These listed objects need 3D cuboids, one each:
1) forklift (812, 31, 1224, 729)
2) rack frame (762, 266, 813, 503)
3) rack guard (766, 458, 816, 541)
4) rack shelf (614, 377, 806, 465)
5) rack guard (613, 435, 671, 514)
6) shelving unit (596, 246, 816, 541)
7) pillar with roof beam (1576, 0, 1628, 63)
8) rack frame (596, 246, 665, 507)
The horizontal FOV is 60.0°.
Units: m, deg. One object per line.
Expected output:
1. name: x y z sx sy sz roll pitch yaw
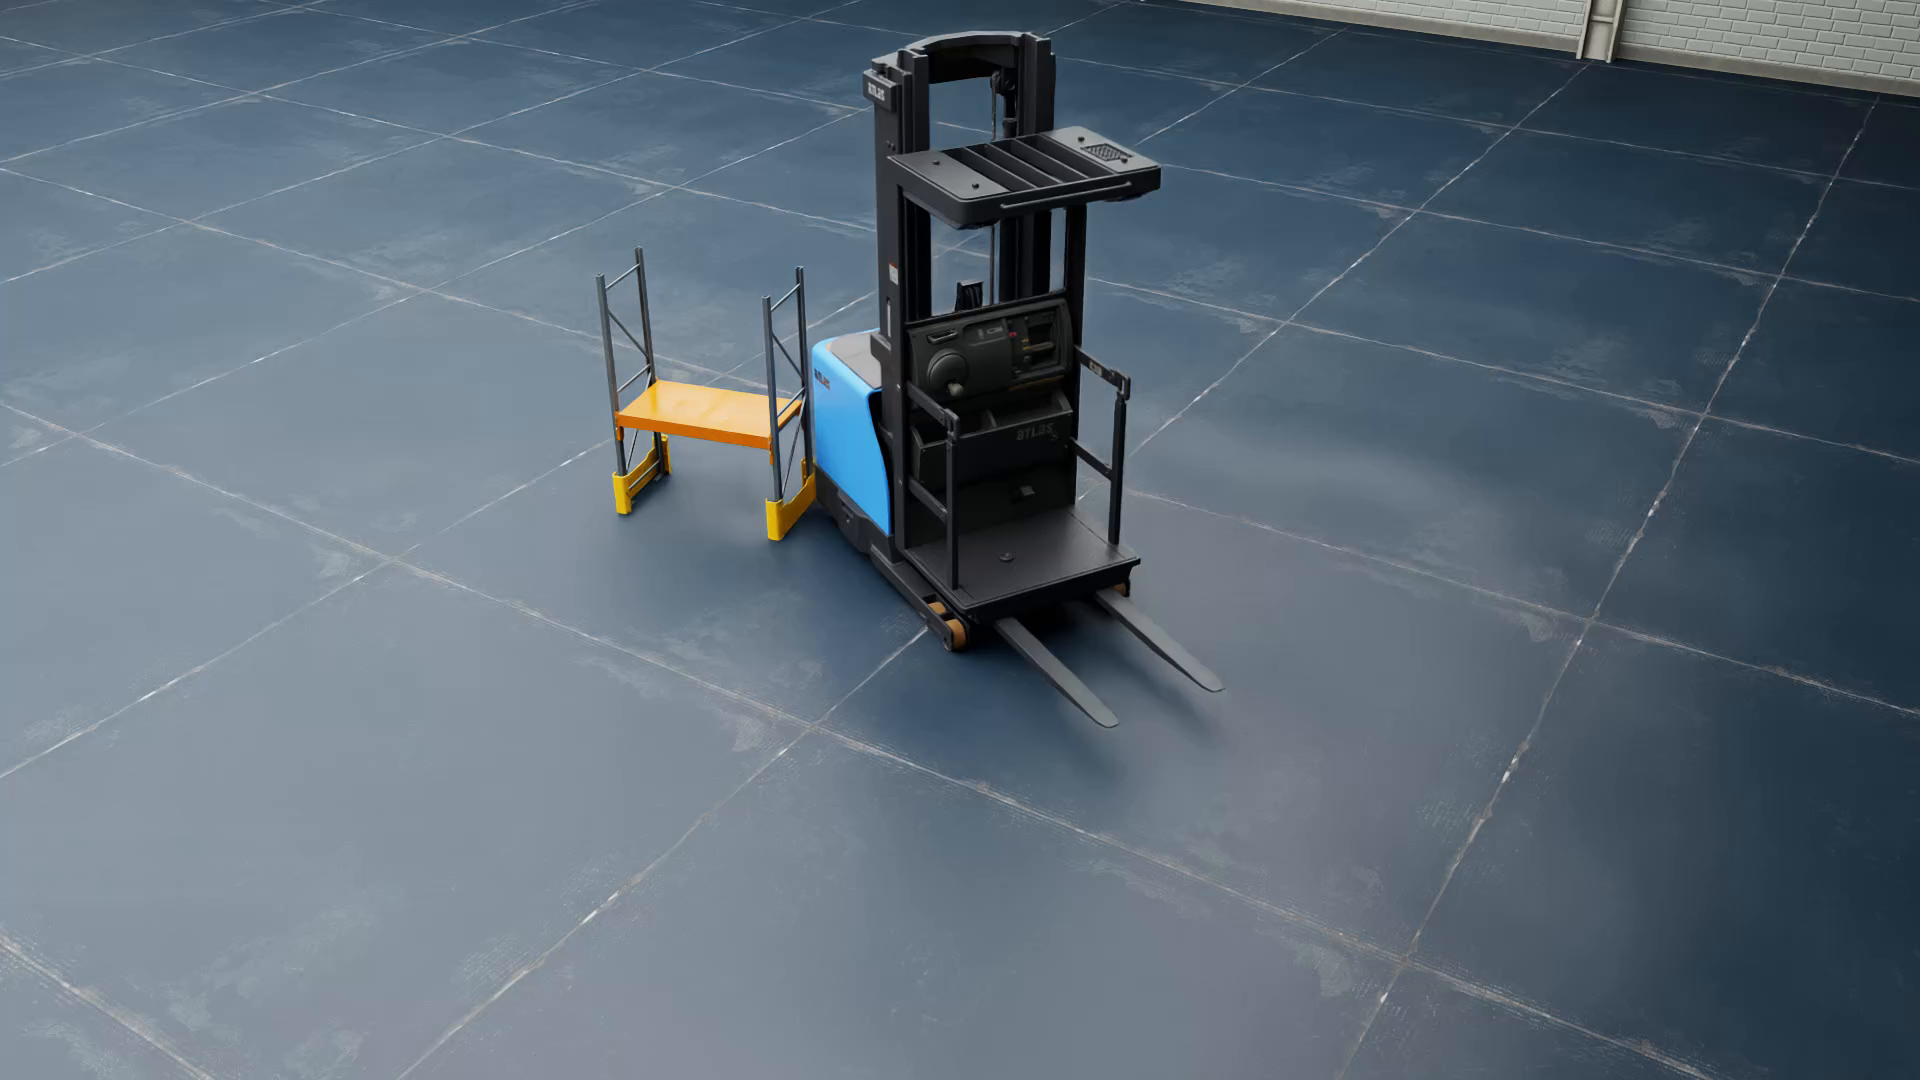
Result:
1. forklift: 0.271 -0.944 8.459 1.130 2.935 3.031 -15 34 -24
2. rack frame: -0.983 -0.786 9.608 0.032 1.500 0.500 10 32 16
3. rack guard: -1.001 -0.249 9.929 0.087 0.250 0.587 10 32 16
4. rack shelf: -1.465 -0.711 9.838 1.000 0.185 0.538 10 32 16
5. rack guard: -1.946 -0.408 10.201 0.087 0.250 0.587 10 32 16
6. shelving unit: -1.474 -0.868 9.750 1.083 1.500 0.587 10 32 16
7. pillar with roof beam: 5.133 -7.673 13.973 0.400 9.000 9.100 18 35 27
8. rack frame: -1.948 -0.948 9.886 0.032 1.500 0.500 10 32 16
